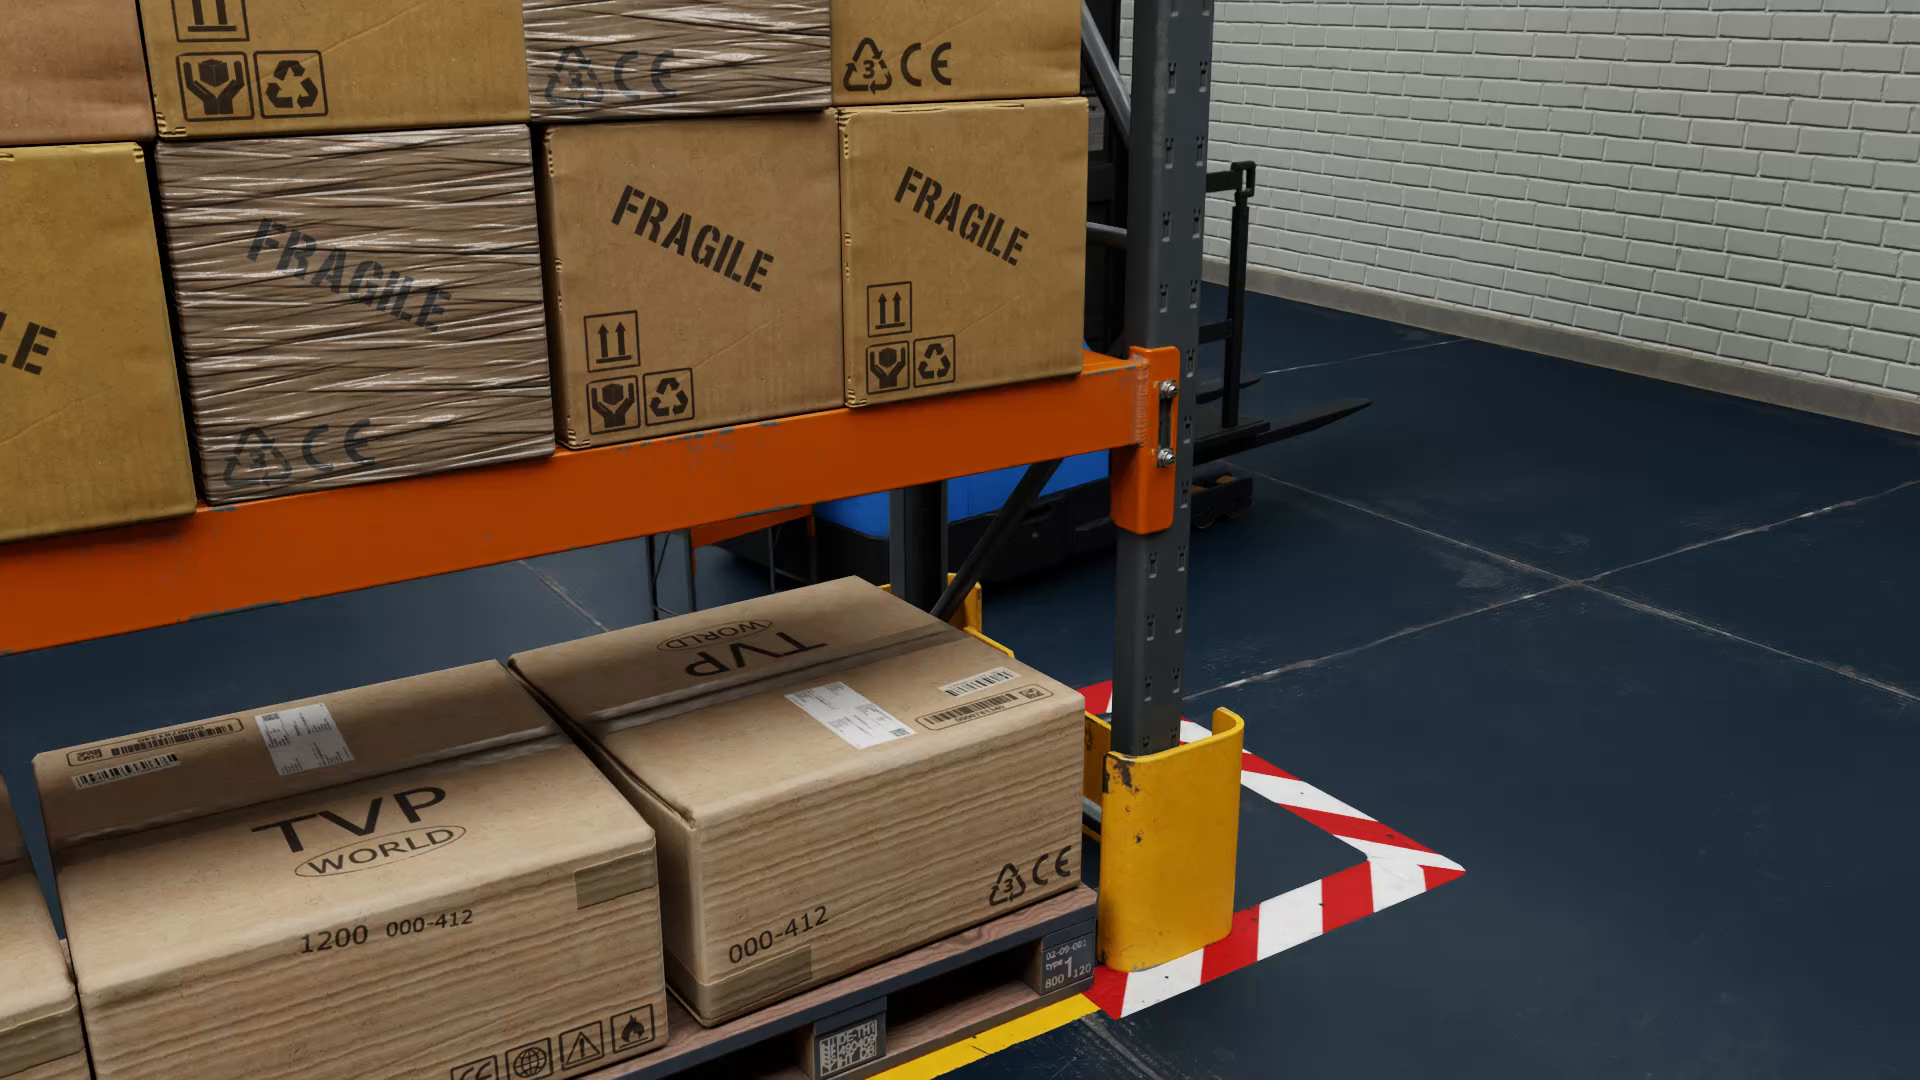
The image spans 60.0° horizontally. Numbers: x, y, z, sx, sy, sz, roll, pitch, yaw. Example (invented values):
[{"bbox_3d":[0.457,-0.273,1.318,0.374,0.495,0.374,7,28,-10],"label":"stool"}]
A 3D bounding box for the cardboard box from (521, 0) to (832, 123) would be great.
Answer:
[{"bbox_3d":[-0.548,-0.949,2.652,0.500,0.500,0.500,-12,22,-31],"label":"cardboard box"}]

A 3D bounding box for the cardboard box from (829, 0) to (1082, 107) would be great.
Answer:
[{"bbox_3d":[-0.127,-1.049,2.948,0.500,0.500,0.500,-11,22,-30],"label":"cardboard box"}]

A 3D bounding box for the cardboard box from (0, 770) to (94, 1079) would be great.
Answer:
[{"bbox_3d":[-1.866,0.803,2.532,0.875,0.438,0.875,-13,22,-33],"label":"cardboard box"}]

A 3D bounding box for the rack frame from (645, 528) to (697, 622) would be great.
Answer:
[{"bbox_3d":[-0.914,-0.249,5.107,0.015,1.200,0.240,-18,26,-41],"label":"rack frame"}]

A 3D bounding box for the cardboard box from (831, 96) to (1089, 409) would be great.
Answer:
[{"bbox_3d":[-0.113,-0.569,3.087,0.500,0.500,0.500,-12,22,-31],"label":"cardboard box"}]

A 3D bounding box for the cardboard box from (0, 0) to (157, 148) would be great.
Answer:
[{"bbox_3d":[-1.383,-0.775,2.137,0.500,0.500,0.500,-12,22,-32],"label":"cardboard box"}]

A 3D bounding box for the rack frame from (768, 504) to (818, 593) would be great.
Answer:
[{"bbox_3d":[-0.564,-0.364,5.427,0.015,1.200,0.240,-18,26,-41],"label":"rack frame"}]

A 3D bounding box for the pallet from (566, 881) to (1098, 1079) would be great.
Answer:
[{"bbox_3d":[-0.480,0.806,3.532,1.213,0.211,1.003,-12,22,-31],"label":"pallet"}]

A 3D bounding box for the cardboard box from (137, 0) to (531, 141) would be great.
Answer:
[{"bbox_3d":[-0.962,-0.863,2.397,0.500,0.500,0.500,-12,22,-32],"label":"cardboard box"}]

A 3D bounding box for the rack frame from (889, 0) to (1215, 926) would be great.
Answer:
[{"bbox_3d":[0.144,-0.677,3.563,0.127,3.000,1.000,-12,22,-31],"label":"rack frame"}]

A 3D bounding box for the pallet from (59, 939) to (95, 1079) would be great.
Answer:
[{"bbox_3d":[-1.498,1.019,2.900,1.213,0.211,1.003,-12,22,-31],"label":"pallet"}]

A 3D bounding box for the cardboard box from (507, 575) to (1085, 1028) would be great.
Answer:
[{"bbox_3d":[-0.352,0.481,3.484,0.875,0.438,0.875,-13,23,-33],"label":"cardboard box"}]

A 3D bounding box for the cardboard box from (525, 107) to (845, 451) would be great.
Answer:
[{"bbox_3d":[-0.540,-0.484,2.837,0.500,0.500,0.500,-12,22,-33],"label":"cardboard box"}]

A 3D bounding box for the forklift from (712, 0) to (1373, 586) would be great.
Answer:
[{"bbox_3d":[0.506,-1.538,6.216,3.031,2.935,1.130,-17,25,-41],"label":"forklift"}]

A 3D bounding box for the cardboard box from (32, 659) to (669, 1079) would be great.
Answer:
[{"bbox_3d":[-1.112,0.644,3.000,0.875,0.438,0.875,-11,22,-30],"label":"cardboard box"}]

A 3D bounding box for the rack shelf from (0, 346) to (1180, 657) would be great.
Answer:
[{"bbox_3d":[-1.526,0.016,2.637,4.000,0.370,1.077,-12,22,-31],"label":"rack shelf"}]

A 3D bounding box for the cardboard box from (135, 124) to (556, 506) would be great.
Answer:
[{"bbox_3d":[-0.965,-0.391,2.561,0.500,0.500,0.500,-11,22,-30],"label":"cardboard box"}]

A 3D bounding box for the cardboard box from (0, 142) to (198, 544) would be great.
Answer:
[{"bbox_3d":[-1.389,-0.296,2.282,0.500,0.500,0.500,-11,22,-30],"label":"cardboard box"}]

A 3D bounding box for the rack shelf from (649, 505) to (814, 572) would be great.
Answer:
[{"bbox_3d":[-0.736,-0.055,5.355,0.480,0.148,0.258,-18,26,-41],"label":"rack shelf"}]

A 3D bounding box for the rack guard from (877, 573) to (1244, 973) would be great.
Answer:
[{"bbox_3d":[0.164,0.503,3.976,0.348,0.500,1.175,-12,22,-31],"label":"rack guard"}]

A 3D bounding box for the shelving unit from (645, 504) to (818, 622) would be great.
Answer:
[{"bbox_3d":[-0.739,-0.306,5.267,0.503,1.200,0.258,-18,26,-41],"label":"shelving unit"}]
